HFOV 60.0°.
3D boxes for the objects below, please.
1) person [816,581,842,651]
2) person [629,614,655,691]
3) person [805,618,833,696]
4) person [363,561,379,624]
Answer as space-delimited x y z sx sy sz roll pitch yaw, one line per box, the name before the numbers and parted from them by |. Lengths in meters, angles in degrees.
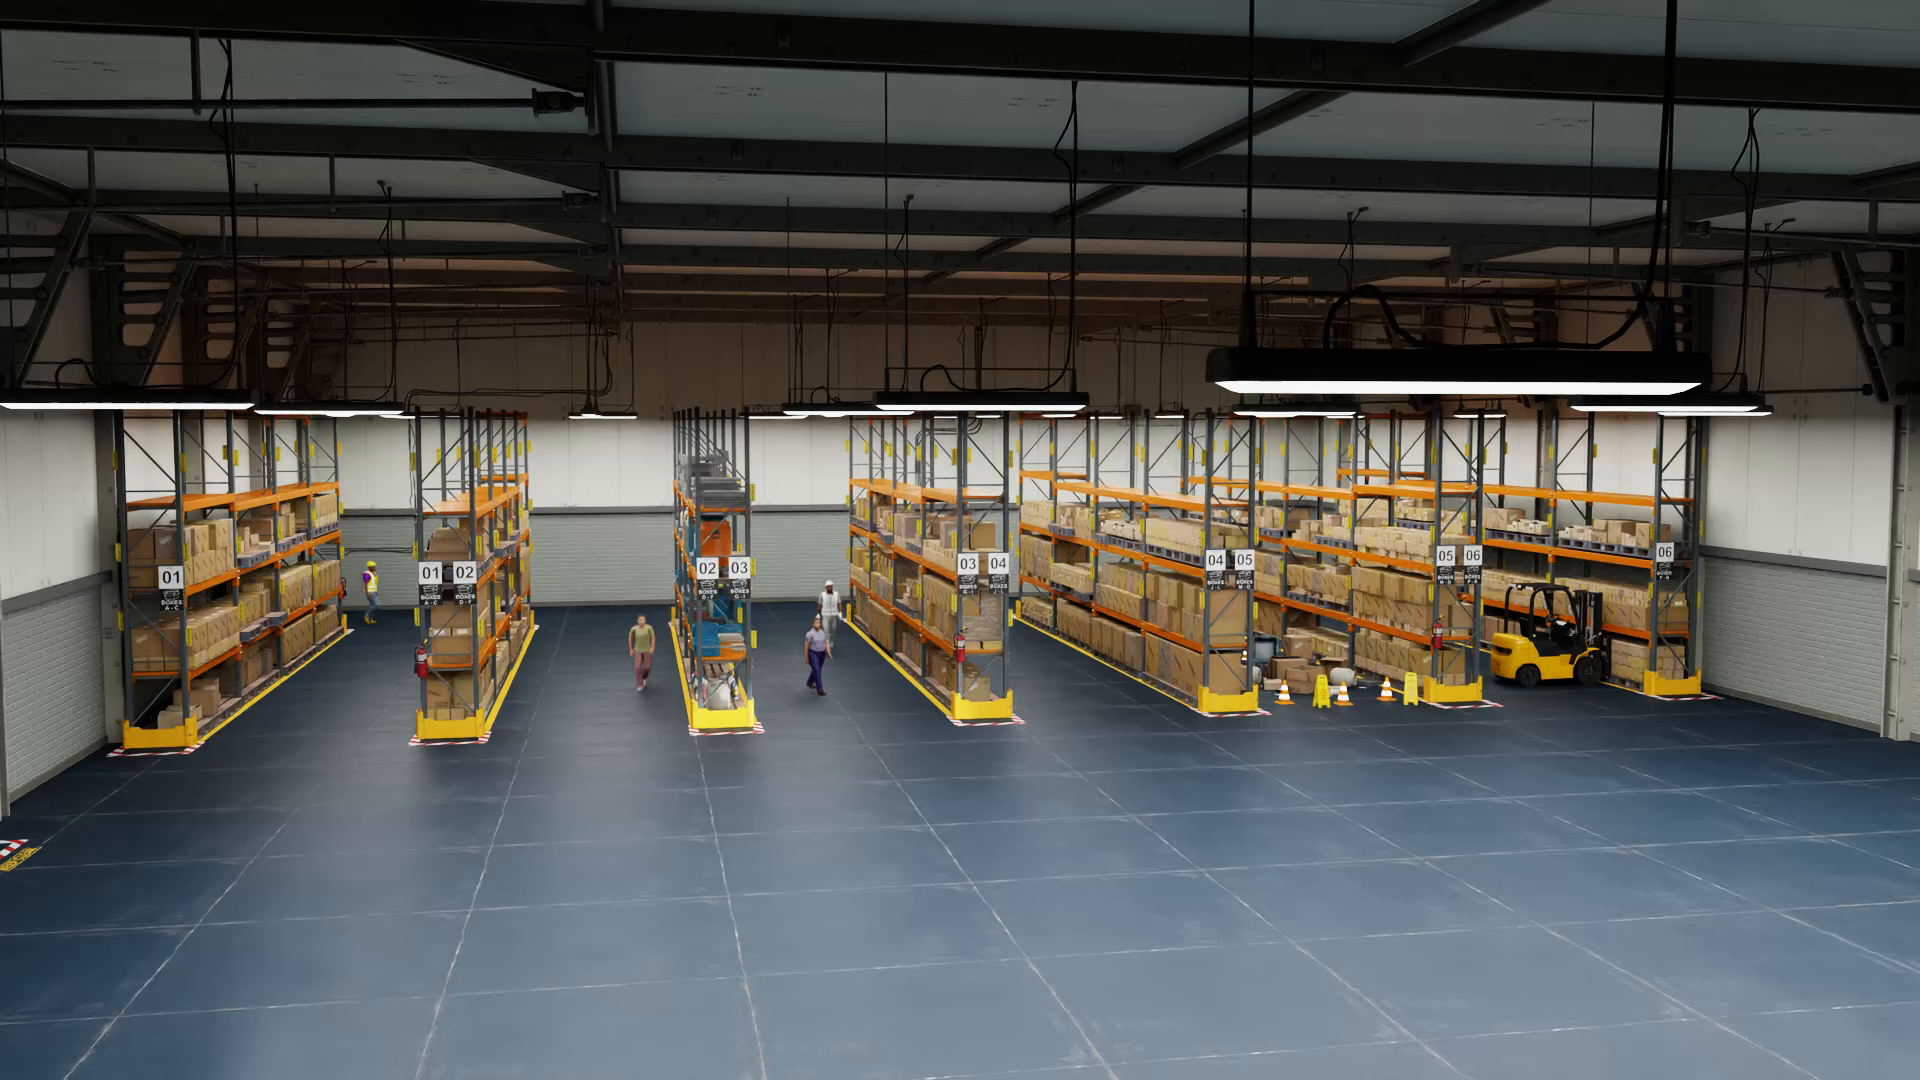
person | -3.243 1.876 41.525 0.613 1.715 1.054 -1 4 -16
person | -6.816 2.380 35.620 0.547 1.647 0.580 -1 4 -11
person | -3.008 2.429 34.910 0.535 1.580 1.064 -3 5 -37
person | -16.640 1.485 47.014 0.448 1.767 0.609 -1 4 -9
